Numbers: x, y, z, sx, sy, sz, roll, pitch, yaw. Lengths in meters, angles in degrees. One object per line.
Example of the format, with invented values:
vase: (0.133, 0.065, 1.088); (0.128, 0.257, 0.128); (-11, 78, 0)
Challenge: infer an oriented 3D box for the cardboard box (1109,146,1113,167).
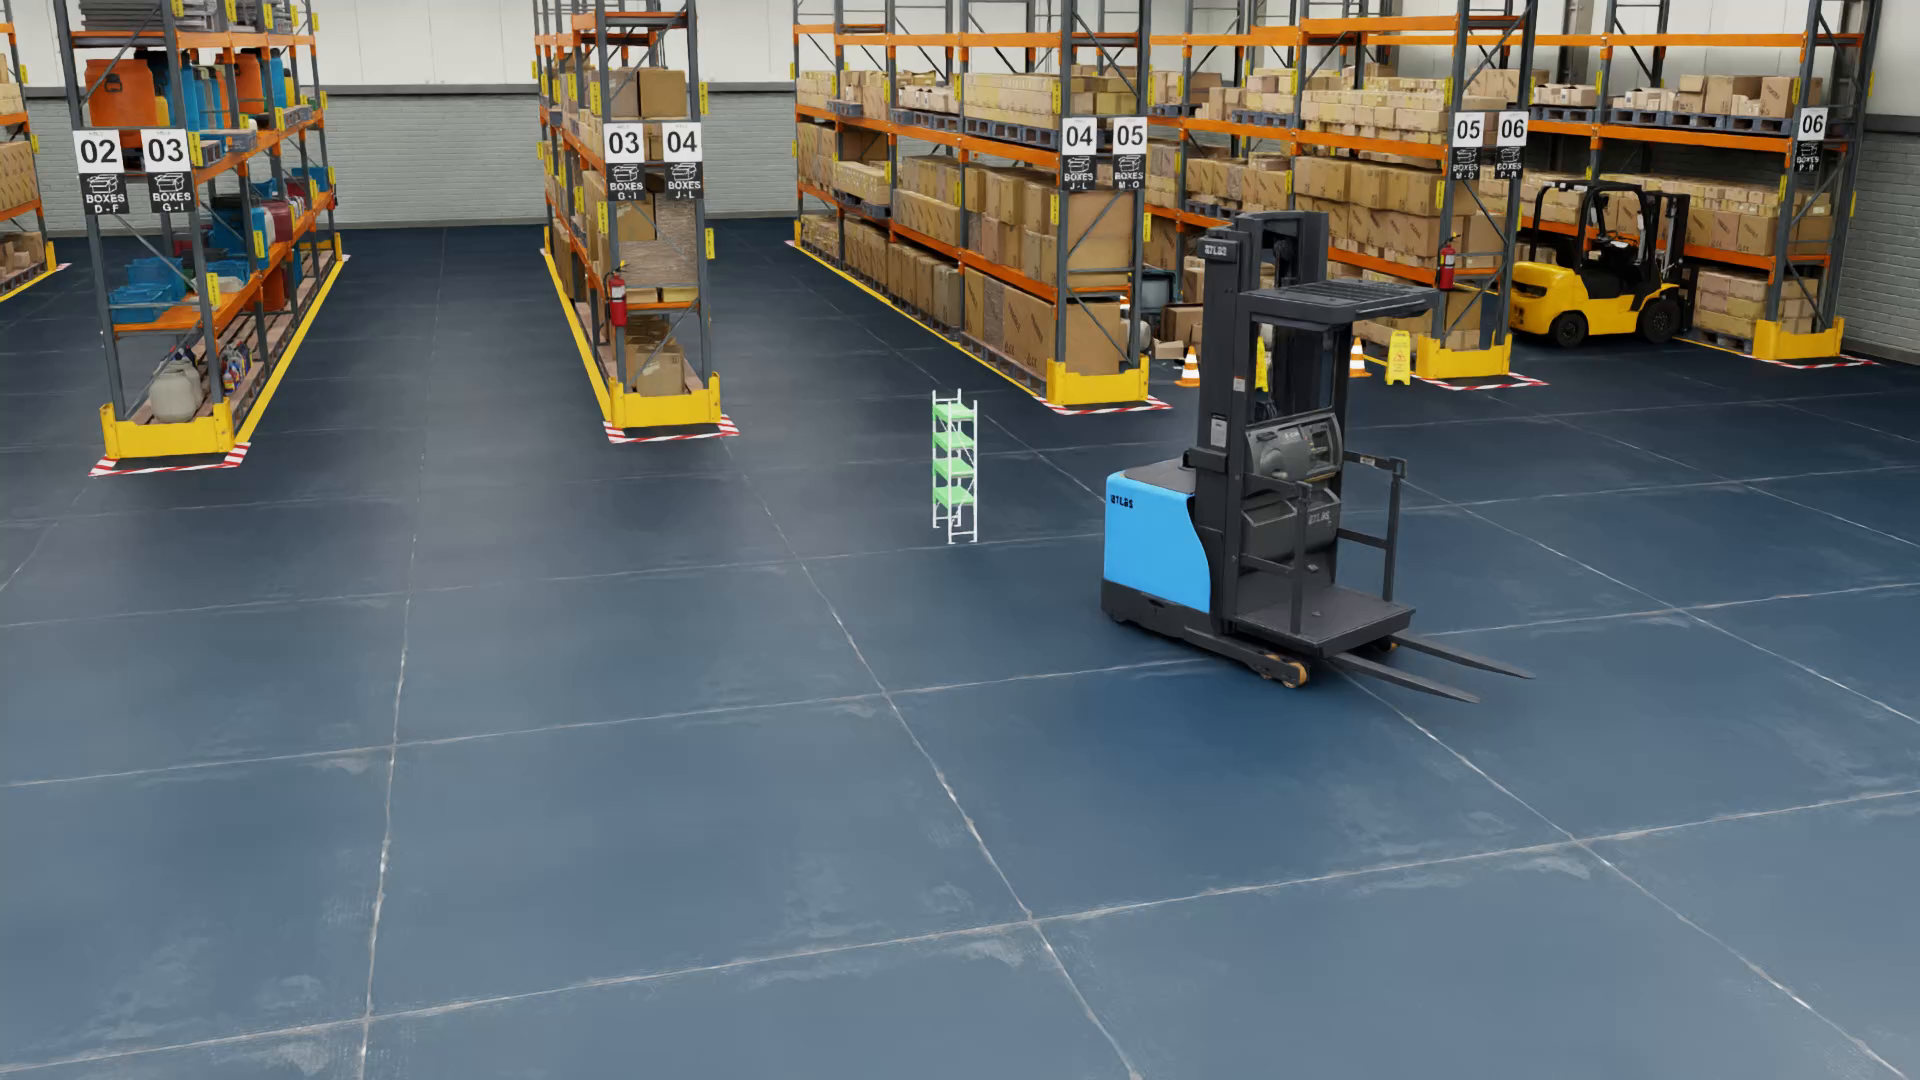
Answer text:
cardboard box: (3.037, -7.060, 30.328); (0.500, 0.500, 0.500); (-5, 17, -16)

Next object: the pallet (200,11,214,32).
pallet: (-8.474, -5.455, 17.494); (1.003, 0.211, 1.213); (-5, 17, -15)

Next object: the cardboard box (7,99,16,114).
cardboard box: (-16.606, -7.461, 28.623); (0.500, 0.250, 0.500); (-5, 17, -15)

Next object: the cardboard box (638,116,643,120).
cardboard box: (-3.496, -4.791, 19.041); (0.380, 0.149, 0.250); (-5, 17, -16)

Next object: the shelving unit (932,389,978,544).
shelving unit: (-0.045, -0.620, 13.932); (0.258, 1.200, 0.503); (-5, 17, -15)

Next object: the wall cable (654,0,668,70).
wall cable: (-5.842, -13.389, 37.292); (2.277, 5.999, 0.120); (-5, 17, -15)

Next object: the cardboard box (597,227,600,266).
cardboard box: (-3.804, -3.468, 19.591); (0.875, 0.500, 0.500); (-5, 17, -15)

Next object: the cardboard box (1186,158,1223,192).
cardboard box: (4.026, -5.958, 27.152); (0.500, 0.500, 0.500); (-5, 17, -17)

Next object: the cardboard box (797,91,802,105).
cardboard box: (-2.927, -8.723, 32.826); (0.500, 0.250, 0.500); (-4, 17, -13)

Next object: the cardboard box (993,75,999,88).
cardboard box: (0.617, -5.651, 20.485); (0.380, 0.149, 0.250); (-5, 17, -15)

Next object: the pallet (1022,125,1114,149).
pallet: (1.378, -4.676, 19.244); (1.003, 0.211, 1.213); (-5, 17, -15)

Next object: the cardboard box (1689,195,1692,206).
cardboard box: (10.373, -4.751, 23.255); (0.380, 0.149, 0.250); (-5, 17, -16)

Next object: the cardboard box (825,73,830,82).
cardboard box: (-2.245, -8.393, 30.164); (0.380, 0.149, 0.250); (-5, 17, -15)

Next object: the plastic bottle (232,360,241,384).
plastic bottle: (-8.343, -1.930, 19.142); (0.097, 0.271, 0.097); (0, 17, 0)

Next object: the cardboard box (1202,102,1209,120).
cardboard box: (4.119, -6.911, 26.763); (0.396, 0.266, 0.258); (-5, 17, -15)

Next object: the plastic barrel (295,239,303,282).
plastic barrel: (-11.132, -4.685, 27.253); (0.600, 0.901, 0.708); (-5, 17, -15)

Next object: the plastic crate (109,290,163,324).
plastic crate: (-8.392, -2.365, 16.870); (0.499, 0.251, 0.616); (-5, 17, -15)

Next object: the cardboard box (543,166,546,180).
cardboard box: (-7.729, -7.055, 31.970); (0.500, 0.250, 0.500); (-5, 17, -17)

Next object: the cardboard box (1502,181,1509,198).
cardboard box: (9.212, -5.704, 27.120); (0.500, 0.250, 0.500); (-4, 17, -14)

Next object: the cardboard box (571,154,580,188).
cardboard box: (-5.765, -5.838, 26.257); (0.797, 0.503, 0.637); (-4, 17, -14)

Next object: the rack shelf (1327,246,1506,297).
rack shelf: (5.774, -3.705, 22.324); (1.077, 0.370, 4.000); (-5, 17, -15)

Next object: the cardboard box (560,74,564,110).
cardboard box: (-5.521, -6.500, 24.119); (0.500, 0.500, 0.500); (-5, 17, -15)

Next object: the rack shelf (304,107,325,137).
rack shelf: (-11.814, -7.286, 29.030); (1.077, 0.370, 4.000); (-5, 17, -15)

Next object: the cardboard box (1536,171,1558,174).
cardboard box: (9.621, -5.964, 27.293); (0.380, 0.149, 0.250); (-4, 17, -14)

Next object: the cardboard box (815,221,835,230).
cardboard box: (-2.607, -6.089, 32.202); (0.380, 0.149, 0.250); (-4, 17, -14)

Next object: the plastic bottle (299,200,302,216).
plastic bottle: (-10.745, -5.397, 26.920); (0.152, 0.276, 0.135); (-5, 17, -15)

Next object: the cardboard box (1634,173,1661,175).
cardboard box: (10.374, -5.433, 25.007); (0.380, 0.149, 0.250); (-5, 17, -15)

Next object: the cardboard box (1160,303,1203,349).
cardboard box: (3.142, -2.910, 22.528); (0.797, 0.637, 0.503); (-5, 17, -15)

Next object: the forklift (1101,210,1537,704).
forklift: (2.359, -0.610, 10.888); (1.130, 2.935, 3.031); (-14, 22, -38)

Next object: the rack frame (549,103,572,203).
rack frame: (-6.502, -6.032, 28.820); (1.000, 3.000, 0.127); (-5, 17, -15)

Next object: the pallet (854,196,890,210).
pallet: (-1.190, -5.743, 28.189); (1.003, 0.211, 1.213); (-5, 17, -15)

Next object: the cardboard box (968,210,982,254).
cardboard box: (0.606, -4.154, 22.308); (0.875, 0.550, 0.550); (-5, 17, -15)

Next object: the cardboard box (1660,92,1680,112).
cardboard box: (10.112, -6.183, 23.438); (0.396, 0.266, 0.258); (-5, 17, -17)

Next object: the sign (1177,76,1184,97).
sign: (3.589, -7.390, 27.089); (0.100, 0.325, 0.005); (-5, 17, -15)

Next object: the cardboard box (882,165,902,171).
cardboard box: (-1.127, -6.380, 28.650); (0.380, 0.149, 0.250); (-5, 18, -17)

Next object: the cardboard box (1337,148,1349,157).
cardboard box: (7.715, -7.307, 32.159); (0.700, 0.500, 0.500); (-4, 17, -14)

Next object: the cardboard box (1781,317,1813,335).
cardboard box: (11.148, -2.926, 22.527); (0.500, 0.250, 0.500); (-5, 17, -15)

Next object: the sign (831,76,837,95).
sign: (-2.225, -8.036, 29.377); (0.100, 0.325, 0.005); (-5, 17, -15)

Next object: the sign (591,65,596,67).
sign: (-7.076, -9.001, 32.086); (0.100, 0.325, 0.005); (-5, 17, -15)

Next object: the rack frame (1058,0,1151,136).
rack frame: (1.592, -5.950, 18.120); (1.000, 3.000, 0.127); (-5, 17, -15)

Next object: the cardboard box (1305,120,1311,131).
cardboard box: (5.073, -5.813, 23.311); (0.380, 0.149, 0.250); (-5, 17, -16)

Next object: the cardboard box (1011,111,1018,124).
cardboard box: (0.826, -5.059, 19.899); (0.380, 0.149, 0.250); (-5, 17, -15)

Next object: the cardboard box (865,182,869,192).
cardboard box: (-1.330, -5.760, 27.104); (0.380, 0.149, 0.250); (-4, 17, -14)

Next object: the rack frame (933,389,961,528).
rack frame: (-0.113, -0.688, 14.157); (0.240, 1.200, 0.015); (-5, 17, -15)

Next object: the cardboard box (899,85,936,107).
cardboard box: (-0.619, -6.715, 25.131); (0.500, 0.311, 0.500); (-5, 17, -15)

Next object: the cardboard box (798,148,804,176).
cardboard box: (-2.947, -7.547, 33.173); (0.500, 0.500, 0.500); (-4, 17, -13)

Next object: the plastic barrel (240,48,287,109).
plastic barrel: (-10.649, -7.059, 25.421); (0.600, 0.901, 0.708); (-5, 17, -15)

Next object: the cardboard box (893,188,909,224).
cardboard box: (-0.743, -5.193, 25.851); (0.500, 0.500, 0.500); (-5, 17, -15)

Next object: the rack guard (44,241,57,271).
rack guard: (-17.107, -5.138, 30.190); (1.175, 0.500, 0.348); (-5, 17, -15)

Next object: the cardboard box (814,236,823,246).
cardboard box: (-2.632, -5.816, 32.326); (0.380, 0.149, 0.250); (-6, 18, -18)

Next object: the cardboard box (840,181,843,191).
cardboard box: (-1.893, -6.186, 29.040); (0.380, 0.149, 0.250); (-5, 17, -15)

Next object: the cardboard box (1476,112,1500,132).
cardboard box: (6.442, -5.164, 20.459); (0.500, 0.250, 0.500); (-5, 17, -16)

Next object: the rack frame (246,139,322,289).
rack frame: (-11.265, -5.641, 27.517); (1.000, 3.000, 0.127); (-5, 17, -15)

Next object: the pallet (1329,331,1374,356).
pallet: (5.782, -2.746, 22.728); (1.003, 0.211, 1.213); (-5, 17, -15)
